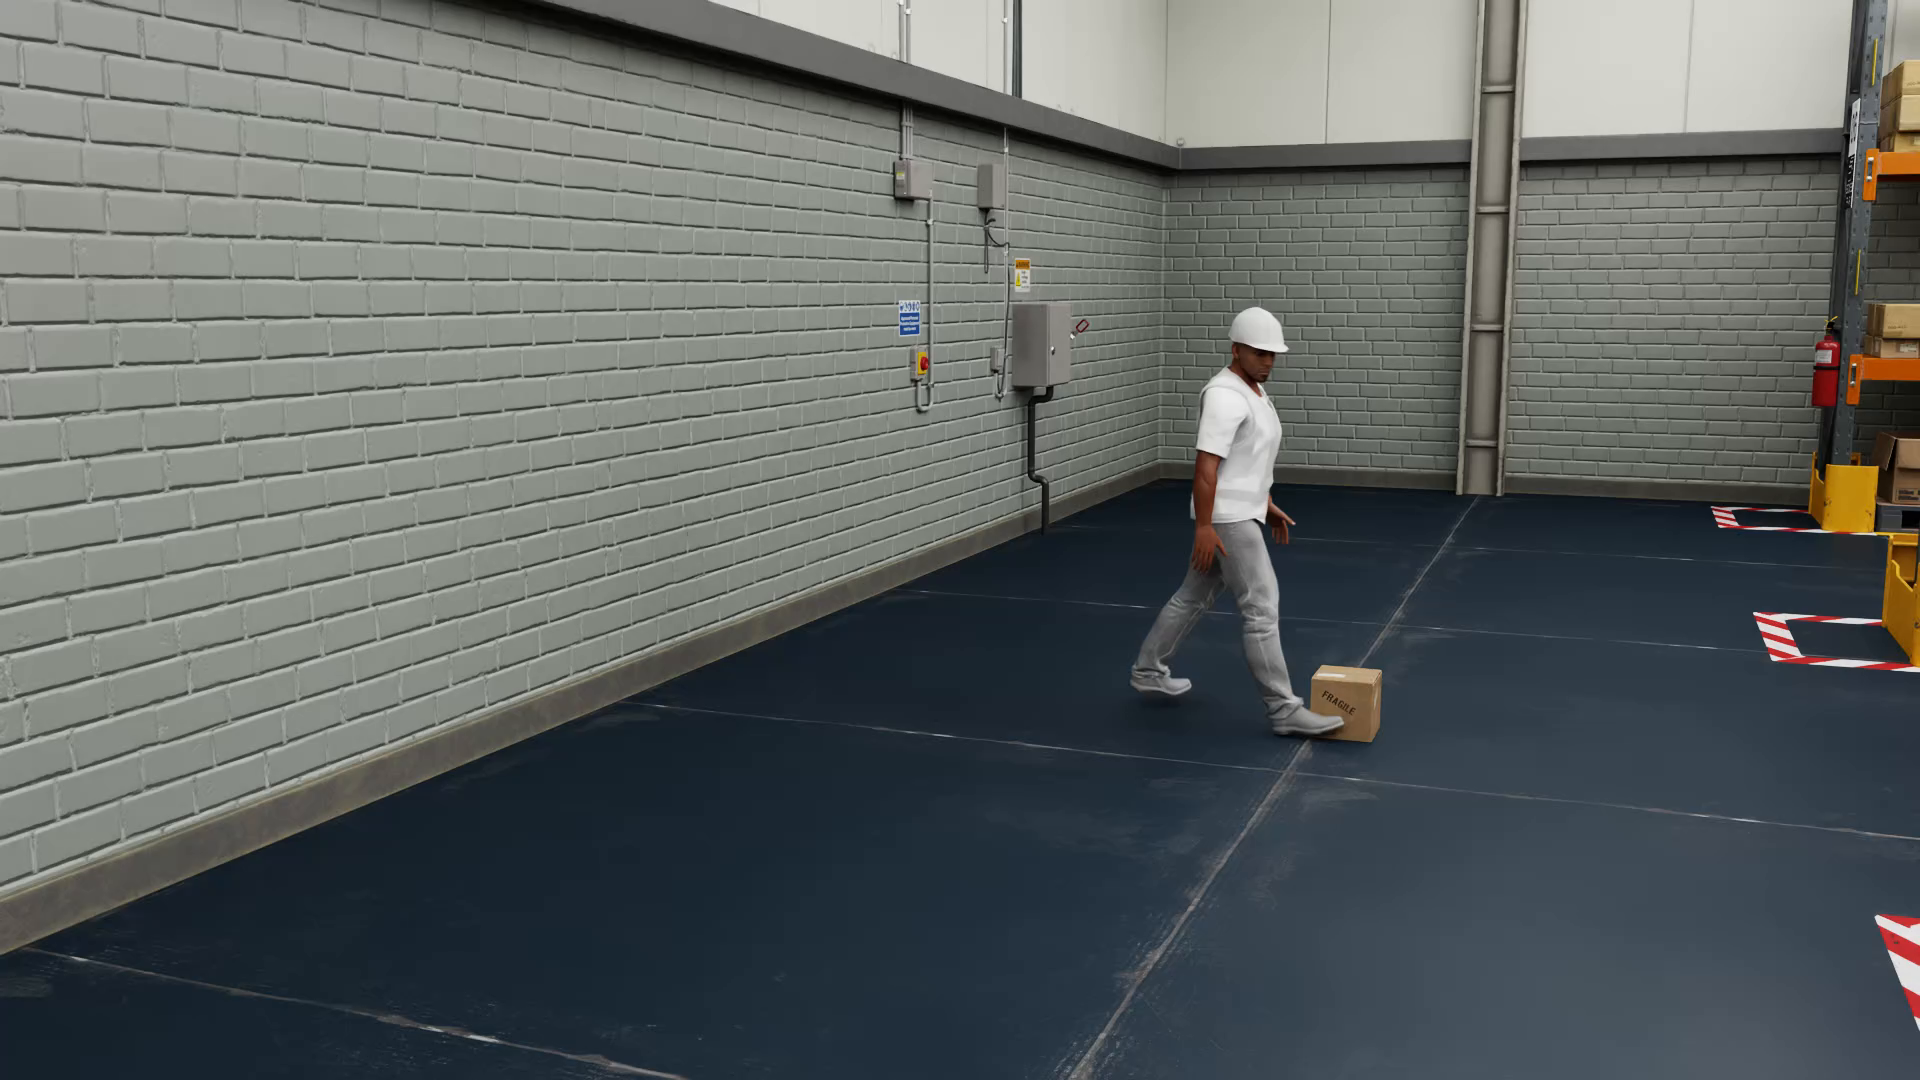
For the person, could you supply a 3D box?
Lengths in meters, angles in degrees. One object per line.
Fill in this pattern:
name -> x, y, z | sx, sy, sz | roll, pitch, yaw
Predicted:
person -> 1.164, -0.098, 6.963 | 0.941, 1.738, 0.666 | 2, 9, 14
